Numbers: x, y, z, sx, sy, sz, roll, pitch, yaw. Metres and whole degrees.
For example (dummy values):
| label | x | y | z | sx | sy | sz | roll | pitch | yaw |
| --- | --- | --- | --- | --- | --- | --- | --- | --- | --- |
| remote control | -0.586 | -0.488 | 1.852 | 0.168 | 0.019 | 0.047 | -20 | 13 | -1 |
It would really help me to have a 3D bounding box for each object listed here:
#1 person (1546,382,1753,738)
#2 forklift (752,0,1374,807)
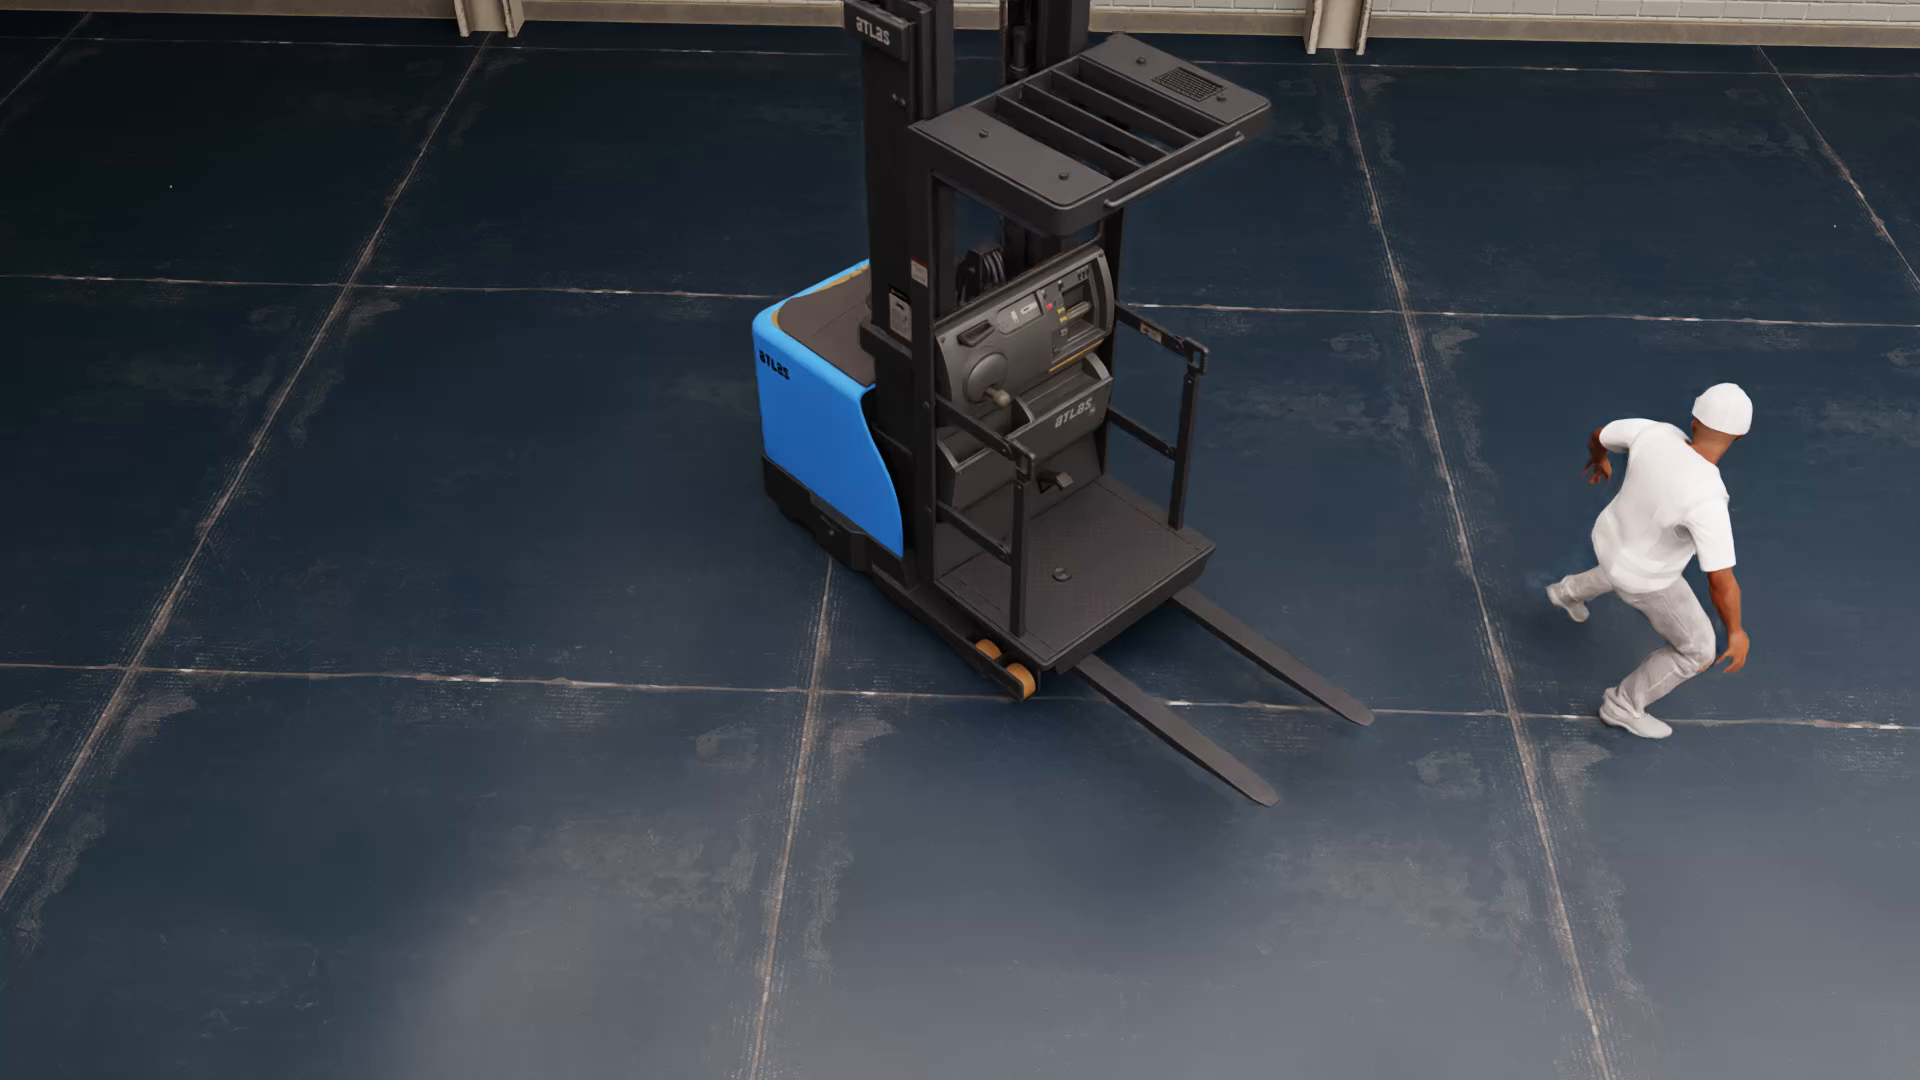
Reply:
| label | x | y | z | sx | sy | sz | roll | pitch | yaw |
| --- | --- | --- | --- | --- | --- | --- | --- | --- | --- |
| person | 2.815 | 0.052 | 6.672 | 0.524 | 1.647 | 1.039 | -1 | 42 | -1 |
| forklift | 0.420 | -0.783 | 6.600 | 1.130 | 2.935 | 3.031 | -32 | 51 | -30 |
